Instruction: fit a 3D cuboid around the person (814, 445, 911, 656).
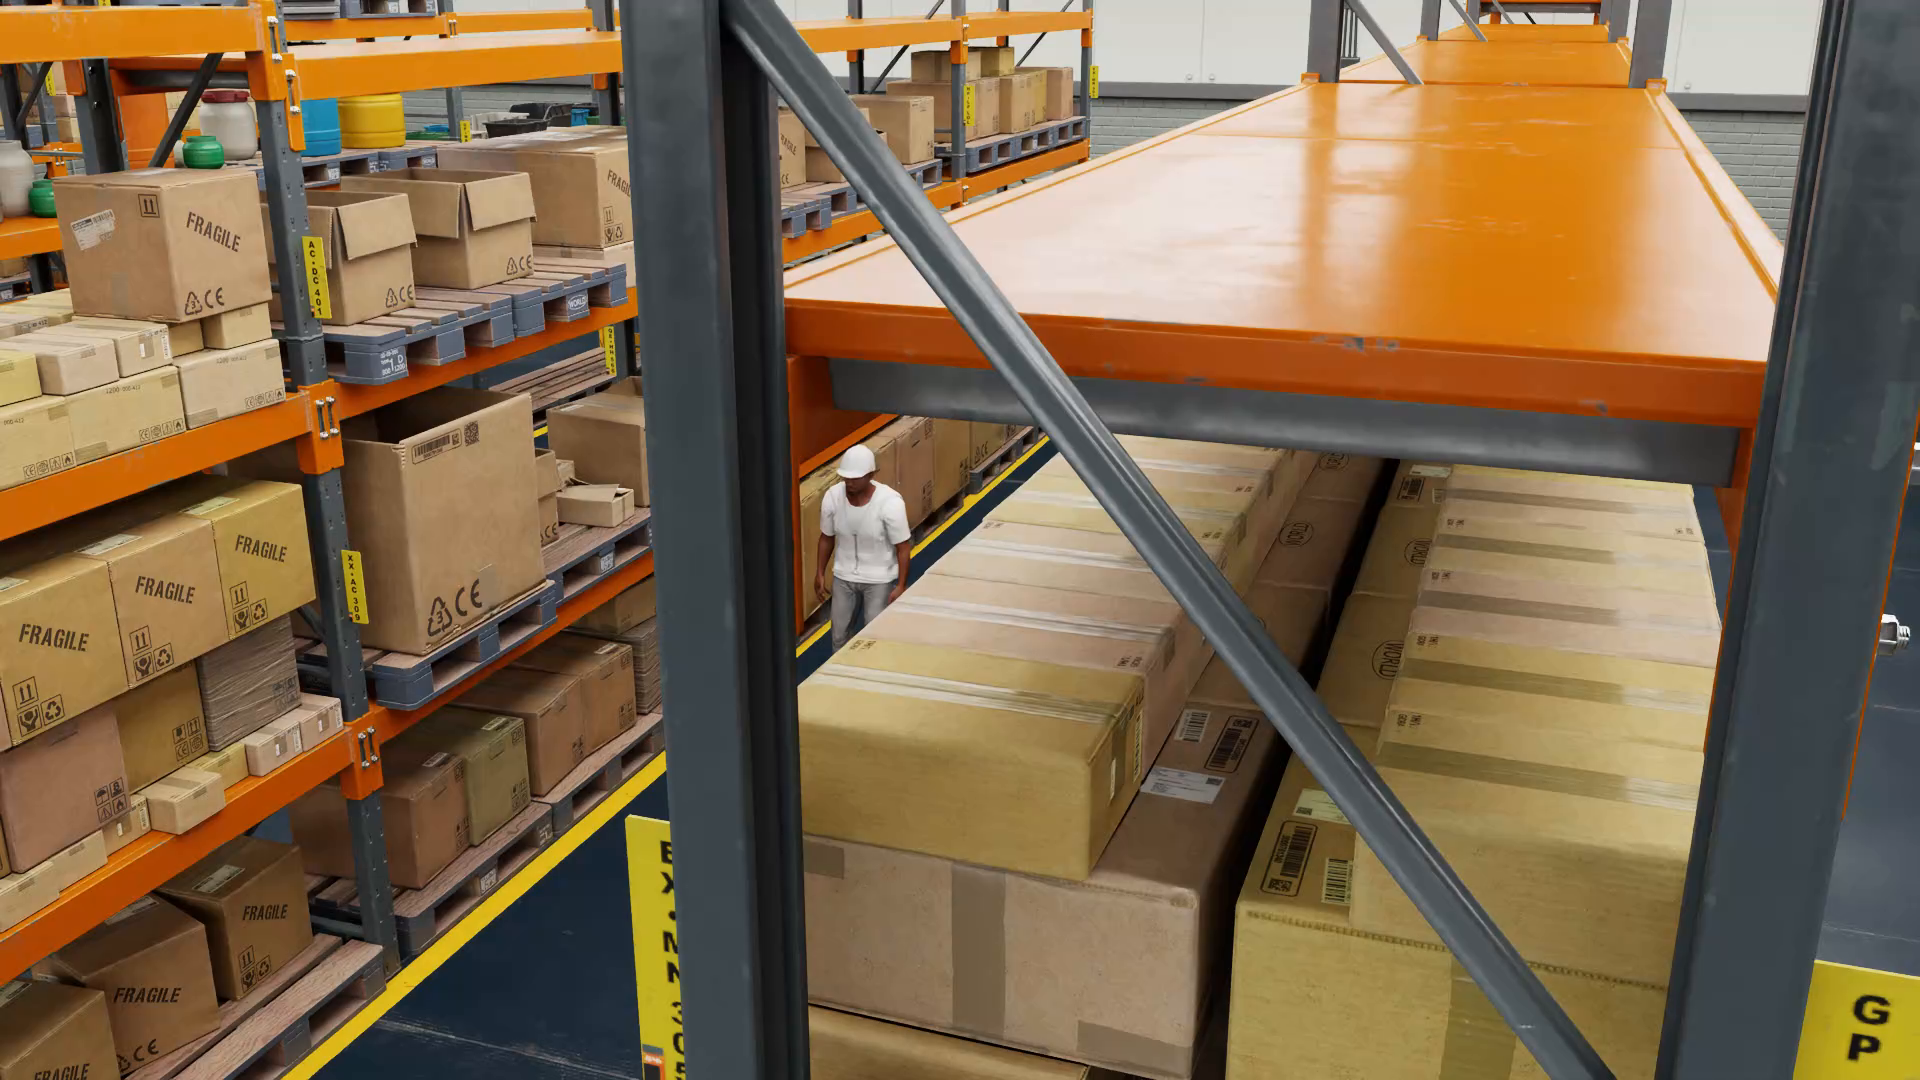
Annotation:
[{"bbox_3d":[-0.609,0.253,10.283,0.628,1.758,0.456,8,20,21],"label":"person"}]
